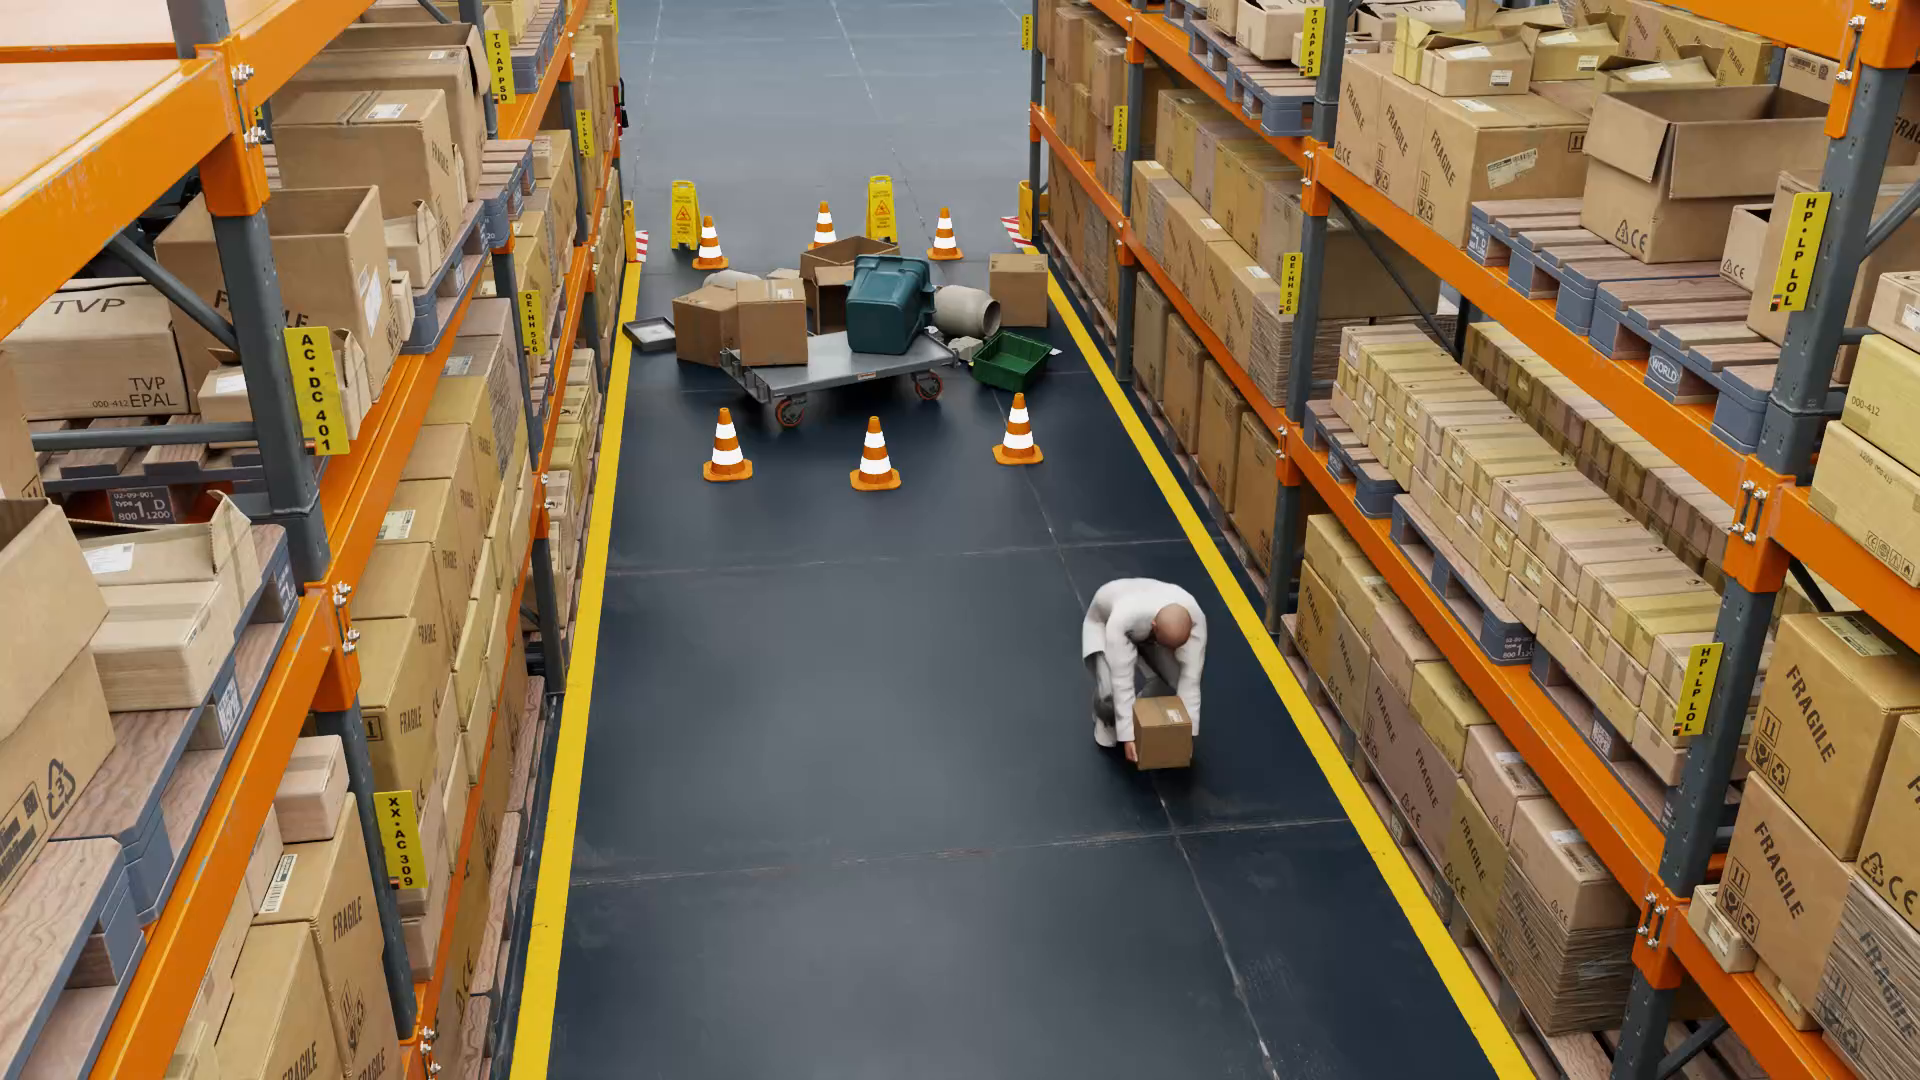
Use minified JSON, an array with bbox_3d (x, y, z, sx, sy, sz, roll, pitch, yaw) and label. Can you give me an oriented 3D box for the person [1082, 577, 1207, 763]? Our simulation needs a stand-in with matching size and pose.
[{"bbox_3d":[0.915,0.626,8.290,0.584,0.971,0.950,-4,27,-9],"label":"person"}]
